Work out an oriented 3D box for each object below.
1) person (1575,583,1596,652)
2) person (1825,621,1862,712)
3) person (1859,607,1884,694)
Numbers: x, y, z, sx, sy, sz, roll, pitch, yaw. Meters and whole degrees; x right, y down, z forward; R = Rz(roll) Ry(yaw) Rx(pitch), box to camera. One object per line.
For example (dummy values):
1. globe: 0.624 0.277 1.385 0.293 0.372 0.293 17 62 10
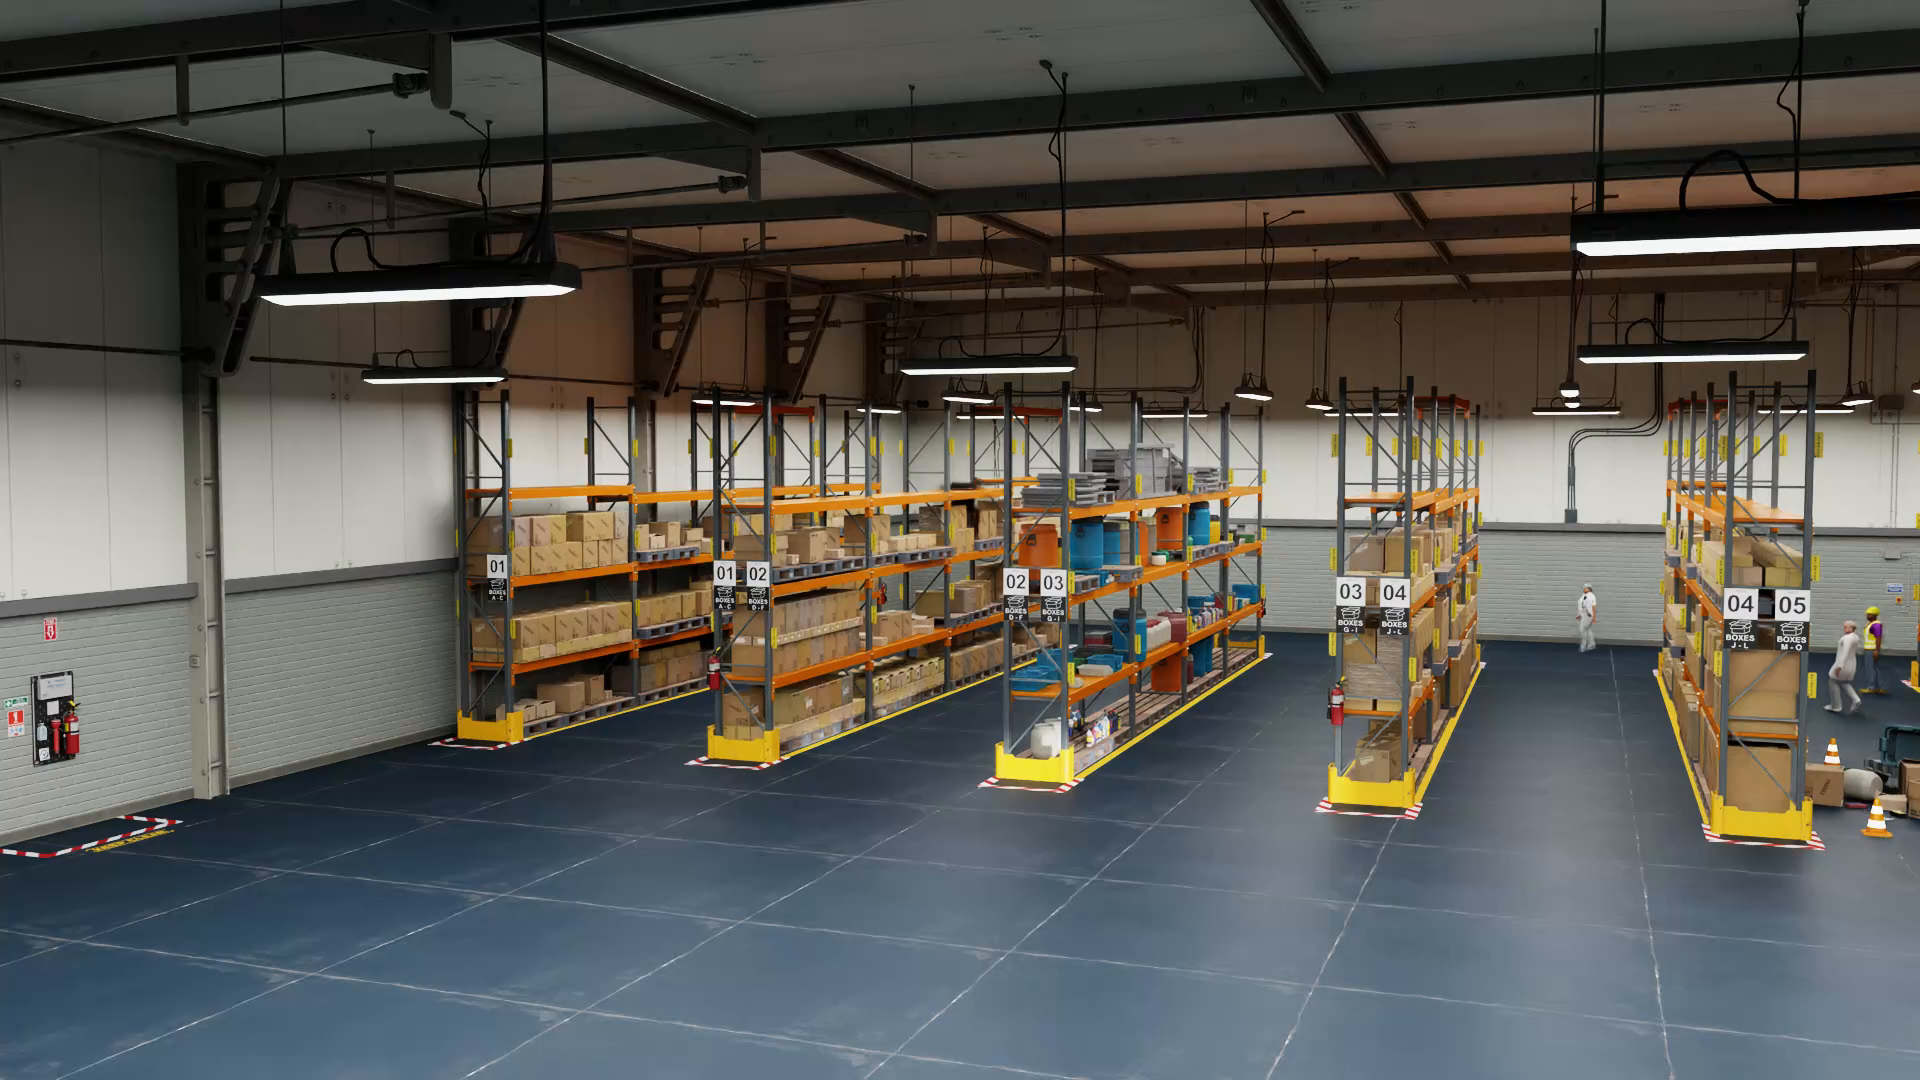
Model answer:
1. person: 15.480 1.935 41.107 0.541 1.736 0.490 0 3 -1
2. person: 16.788 2.412 31.631 0.605 1.758 0.687 -1 3 -24
3. person: 18.696 2.253 34.082 0.449 1.768 0.596 3 4 42
